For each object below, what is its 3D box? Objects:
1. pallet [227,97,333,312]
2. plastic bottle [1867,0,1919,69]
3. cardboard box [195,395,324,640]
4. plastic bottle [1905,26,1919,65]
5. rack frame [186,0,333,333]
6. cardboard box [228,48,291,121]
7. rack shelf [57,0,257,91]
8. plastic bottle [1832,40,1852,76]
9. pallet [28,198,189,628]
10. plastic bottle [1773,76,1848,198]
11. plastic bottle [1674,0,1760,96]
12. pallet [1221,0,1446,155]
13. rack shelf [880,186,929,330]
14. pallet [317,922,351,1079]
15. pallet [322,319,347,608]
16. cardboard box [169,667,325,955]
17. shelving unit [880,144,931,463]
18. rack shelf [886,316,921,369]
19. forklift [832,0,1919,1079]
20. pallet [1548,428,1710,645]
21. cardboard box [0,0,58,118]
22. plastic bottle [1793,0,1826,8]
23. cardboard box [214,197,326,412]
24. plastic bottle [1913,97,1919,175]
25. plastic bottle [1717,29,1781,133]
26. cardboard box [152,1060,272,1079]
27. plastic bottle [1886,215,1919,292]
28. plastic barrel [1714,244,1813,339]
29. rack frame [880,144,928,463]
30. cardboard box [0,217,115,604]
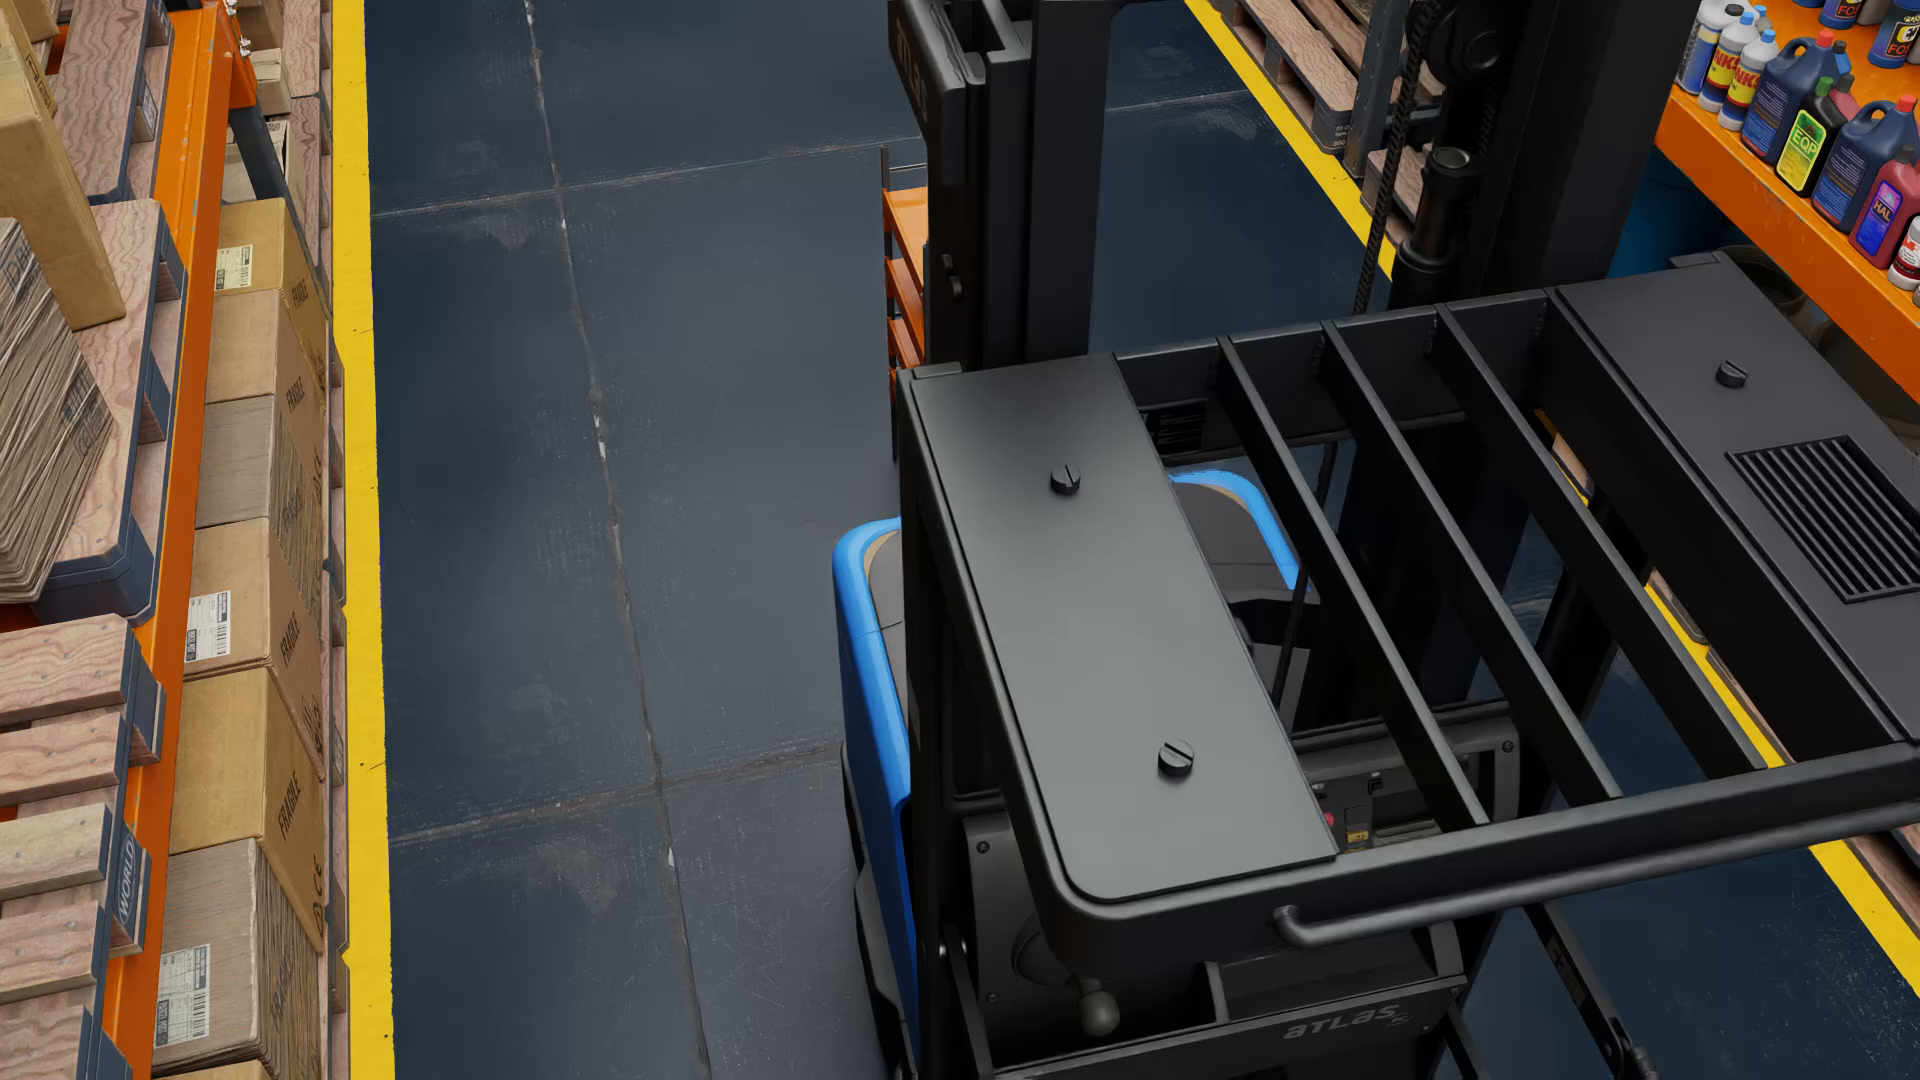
[{"bbox_3d":[-2.919,-1.216,6.294,1.003,0.211,1.213,-11,47,-10],"label":"pallet"},{"bbox_3d":[2.660,-1.474,4.684,0.097,0.271,0.097,0,46,0],"label":"plastic bottle"},{"bbox_3d":[-2.094,-0.019,4.611,0.500,0.500,0.500,-10,46,-10],"label":"cardboard box"},{"bbox_3d":[2.775,-1.511,4.717,0.152,0.276,0.135,-11,47,-10],"label":"plastic bottle"},{"bbox_3d":[-2.744,-1.718,4.833,1.000,3.000,0.127,-11,47,-10],"label":"rack frame"},{"bbox_3d":[-2.873,-1.805,6.594,0.380,0.166,0.250,-11,47,-10],"label":"cardboard box"},{"bbox_3d":[-3.256,-2.847,6.443,1.077,0.370,4.000,-11,47,-10],"label":"rack shelf"},{"bbox_3d":[2.285,-1.194,4.410,0.097,0.271,0.097,0,46,0],"label":"plastic bottle"},{"bbox_3d":[-2.222,-0.231,3.510,1.003,0.211,1.213,-11,47,-10],"label":"pallet"},{"bbox_3d":[2.180,-1.028,4.239,0.061,0.283,0.133,-11,47,-10],"label":"plastic bottle"},{"bbox_3d":[2.092,-1.389,4.597,0.152,0.276,0.135,-11,47,-10],"label":"plastic bottle"},{"bbox_3d":[1.820,-2.145,7.205,1.003,0.211,1.213,-11,47,-10],"label":"pallet"},{"bbox_3d":[-0.042,-0.809,4.653,0.258,0.148,0.480,-11,47,-10],"label":"rack shelf"},{"bbox_3d":[-1.874,1.498,3.634,1.003,0.211,1.213,-11,47,-10],"label":"pallet"},{"bbox_3d":[-2.499,-0.187,5.285,1.003,0.211,1.213,-11,47,-10],"label":"pallet"},{"bbox_3d":[-1.823,0.691,3.915,0.500,0.500,0.500,-11,47,-11],"label":"cardboard box"},{"bbox_3d":[-0.042,-0.534,4.933,0.258,1.200,0.503,-11,47,-10],"label":"shelving unit"},{"bbox_3d":[-0.042,-0.487,4.982,0.258,0.148,0.480,-11,47,-10],"label":"rack shelf"},{"bbox_3d":[0.520,0.646,2.565,1.130,2.935,3.031,-9,46,-9],"label":"forklift"},{"bbox_3d":[2.519,-0.260,5.357,1.003,0.211,1.213,-11,47,-10],"label":"pallet"},{"bbox_3d":[-2.601,-1.068,3.833,0.700,0.500,0.500,-4,46,-4],"label":"cardboard box"},{"bbox_3d":[2.566,-1.727,4.932,0.097,0.271,0.097,0,46,0],"label":"plastic bottle"},{"bbox_3d":[-2.340,-0.708,5.286,0.500,0.500,0.500,-11,47,-11],"label":"cardboard box"},{"bbox_3d":[2.353,-0.963,4.175,0.061,0.283,0.133,-11,47,-10],"label":"plastic bottle"},{"bbox_3d":[2.120,-1.235,4.450,0.097,0.271,0.097,0,46,0],"label":"plastic bottle"},{"bbox_3d":[-1.560,1.398,3.221,0.500,0.500,0.500,-9,46,-9],"label":"cardboard box"},{"bbox_3d":[2.308,-0.704,3.978,0.097,0.201,0.097,0,46,0],"label":"plastic bottle"},{"bbox_3d":[2.408,-0.623,5.208,0.421,0.512,0.421,0,46,0],"label":"plastic barrel"},{"bbox_3d":[-0.105,-0.703,5.099,0.240,1.200,0.015,-11,47,-10],"label":"rack frame"},{"bbox_3d":[-2.039,-0.218,3.000,0.700,0.500,0.500,-3,46,-3],"label":"cardboard box"}]
